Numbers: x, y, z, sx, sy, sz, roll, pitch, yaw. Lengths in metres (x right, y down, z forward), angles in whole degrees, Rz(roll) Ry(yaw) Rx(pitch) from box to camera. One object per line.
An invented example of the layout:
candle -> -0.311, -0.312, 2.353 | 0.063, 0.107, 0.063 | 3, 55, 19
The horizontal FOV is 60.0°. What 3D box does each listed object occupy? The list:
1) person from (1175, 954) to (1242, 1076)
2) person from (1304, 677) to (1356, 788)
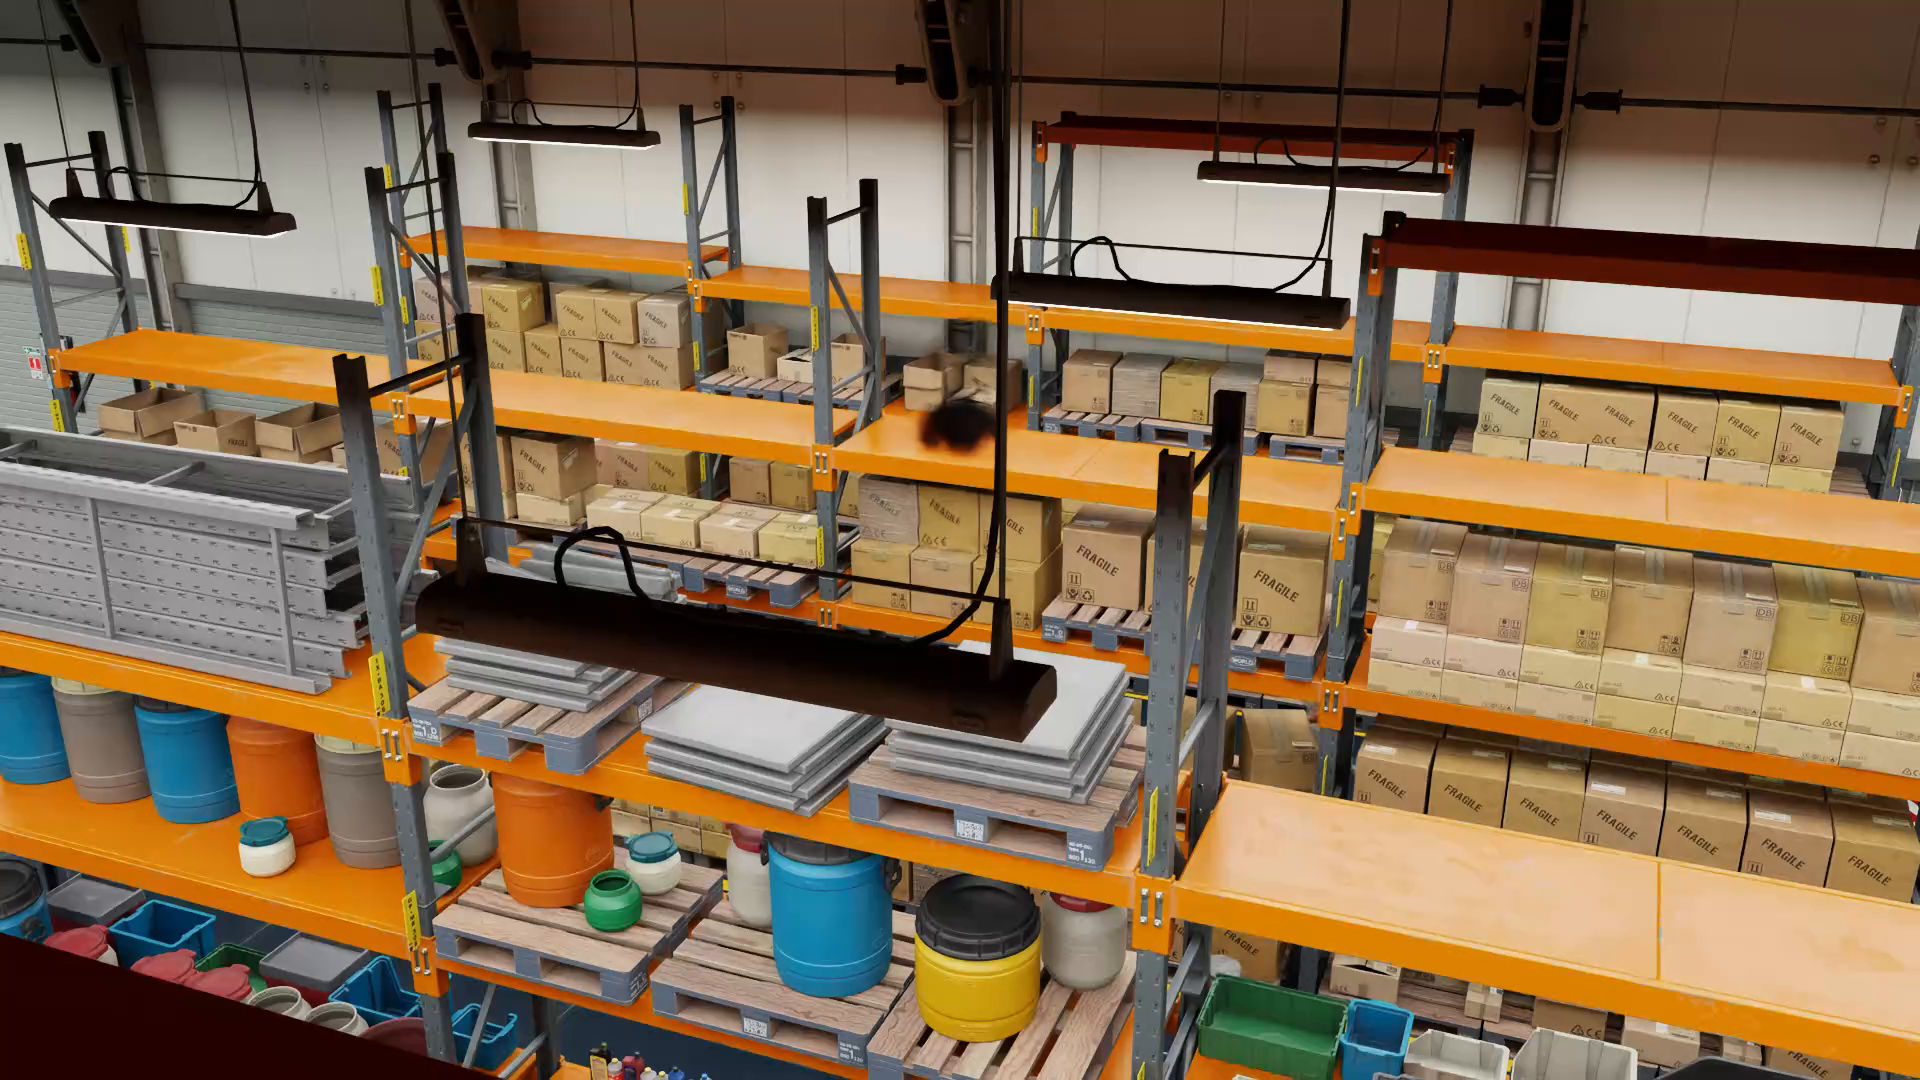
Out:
person -> 1.807, 3.489, 10.943 | 0.678, 1.607, 0.598 | 14, 25, 33
person -> 3.404, 1.716, 15.492 | 0.697, 1.716, 0.665 | 2, 21, 4
